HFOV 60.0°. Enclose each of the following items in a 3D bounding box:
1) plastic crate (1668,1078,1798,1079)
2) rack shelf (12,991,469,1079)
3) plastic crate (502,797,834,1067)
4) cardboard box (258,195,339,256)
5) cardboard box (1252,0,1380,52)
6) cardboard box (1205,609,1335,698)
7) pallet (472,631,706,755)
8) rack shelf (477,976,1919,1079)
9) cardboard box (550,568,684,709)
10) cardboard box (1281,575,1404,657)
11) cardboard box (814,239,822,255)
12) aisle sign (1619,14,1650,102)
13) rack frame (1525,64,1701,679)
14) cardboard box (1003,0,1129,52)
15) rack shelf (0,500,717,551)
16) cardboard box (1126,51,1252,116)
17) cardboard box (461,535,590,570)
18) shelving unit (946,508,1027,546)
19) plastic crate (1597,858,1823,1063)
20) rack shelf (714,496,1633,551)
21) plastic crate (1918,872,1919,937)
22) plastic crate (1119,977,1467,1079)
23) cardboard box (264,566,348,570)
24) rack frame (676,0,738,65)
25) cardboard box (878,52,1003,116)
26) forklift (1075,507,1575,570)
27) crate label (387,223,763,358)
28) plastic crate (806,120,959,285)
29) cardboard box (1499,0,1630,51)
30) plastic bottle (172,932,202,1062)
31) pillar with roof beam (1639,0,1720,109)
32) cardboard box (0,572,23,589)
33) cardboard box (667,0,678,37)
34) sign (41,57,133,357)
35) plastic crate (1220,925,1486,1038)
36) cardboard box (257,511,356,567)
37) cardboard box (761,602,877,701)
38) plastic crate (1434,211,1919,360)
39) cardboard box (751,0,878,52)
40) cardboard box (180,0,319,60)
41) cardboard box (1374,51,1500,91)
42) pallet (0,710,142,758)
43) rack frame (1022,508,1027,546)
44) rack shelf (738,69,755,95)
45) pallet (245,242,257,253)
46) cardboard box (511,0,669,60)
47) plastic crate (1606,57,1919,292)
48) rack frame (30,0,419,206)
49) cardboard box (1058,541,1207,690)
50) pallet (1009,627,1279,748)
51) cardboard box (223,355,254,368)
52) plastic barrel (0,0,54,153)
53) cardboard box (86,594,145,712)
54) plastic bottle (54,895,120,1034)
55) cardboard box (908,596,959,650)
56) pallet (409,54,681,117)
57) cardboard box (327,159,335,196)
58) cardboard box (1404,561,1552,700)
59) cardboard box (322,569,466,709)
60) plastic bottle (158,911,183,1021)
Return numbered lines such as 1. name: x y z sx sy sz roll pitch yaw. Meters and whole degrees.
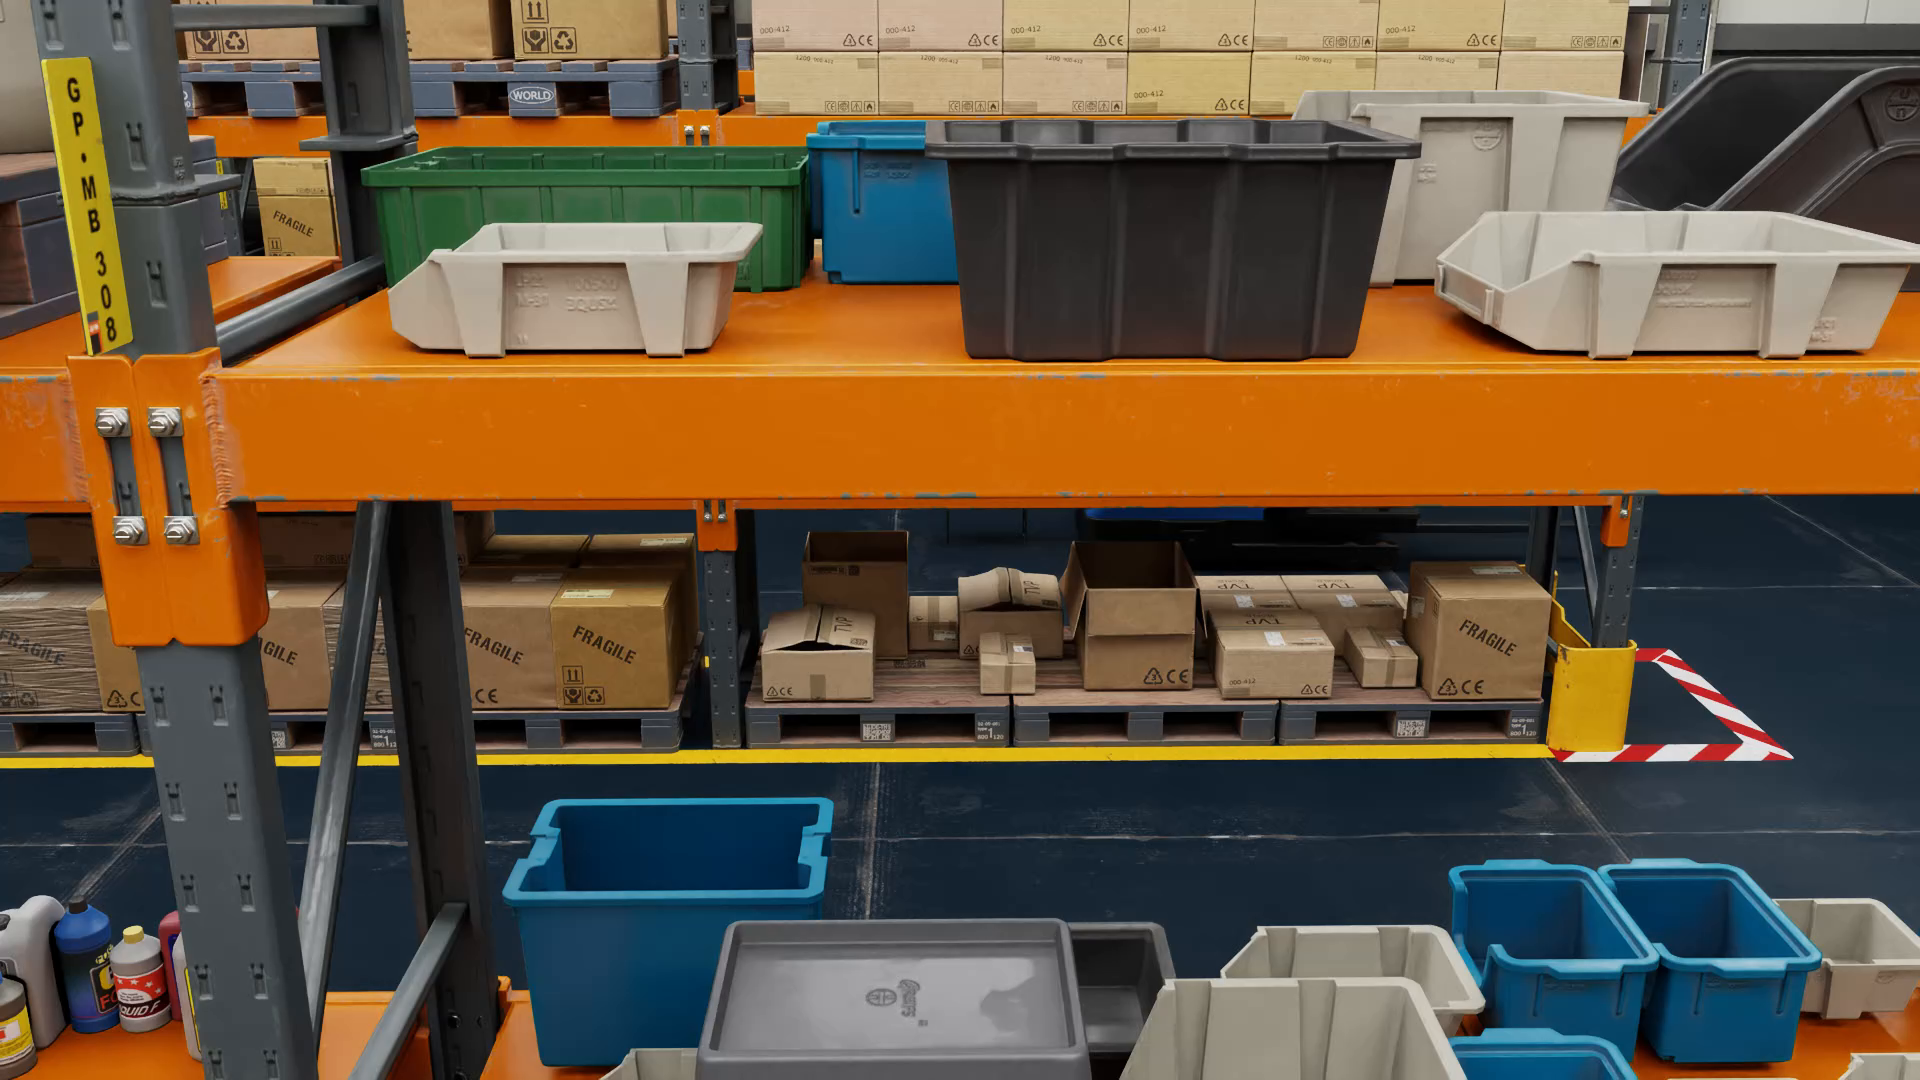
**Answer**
1. plastic crate: 1.327 1.036 2.740 0.250 0.136 0.298 0 18 -1
2. rack shelf: -2.996 1.239 2.953 4.000 0.370 1.077 0 18 -1
3. plastic crate: -0.535 0.759 3.198 0.575 0.384 0.392 0 18 -1
4. cardboard box: -4.662 -2.243 11.945 0.500 0.500 0.500 0 18 1
5. cardboard box: 1.419 -2.156 6.876 0.500 0.250 0.500 0 18 -1
6. cardboard box: 1.439 0.527 7.774 0.500 0.250 0.500 0 18 -1
7. pallet: -1.883 0.717 7.967 1.213 0.211 1.003 0 18 -1
8. rack shelf: 1.004 1.219 3.013 4.000 0.370 1.077 0 18 -1
9. cardboard box: -1.560 0.444 7.624 0.500 0.500 0.500 0 18 -1
10. cardboard box: 1.881 0.373 8.257 0.500 0.250 0.500 0 18 -1
11. cardboard box: -0.595 -1.066 7.160 0.500 0.500 0.500 0 18 1
12. aisle sign: 2.992 -1.973 7.533 0.004 0.787 0.394 0 18 -1
13. rack frame: 2.929 -0.646 7.649 0.127 3.000 1.000 0 18 -1
14. cardboard box: 0.420 -2.150 6.854 0.500 0.250 0.500 0 18 -1
15. rack shelf: -3.070 -0.274 7.669 4.000 0.370 1.077 0 18 -1
16. cardboard box: 0.919 -1.917 6.946 0.500 0.250 0.500 0 18 -1
17. cardboard box: -2.091 0.288 8.110 0.500 0.500 0.500 0 18 0
18. shelving unit: 0.166 -0.572 10.367 0.503 1.200 0.258 0 18 -1
19. plastic crate: 1.435 0.825 3.240 0.300 0.233 0.416 0 18 -1
20. rack shelf: 0.929 -0.293 7.729 4.000 0.370 1.077 0 18 -1
21. plastic crate: 2.093 0.822 3.250 0.300 0.233 0.416 0 18 -1
22. plastic crate: 0.533 0.963 2.730 0.530 0.282 0.437 0 18 -1
23. cardboard box: -3.097 0.291 8.103 0.500 0.500 0.500 -1 18 -3
24. rack frame: -1.071 -3.483 6.673 0.127 3.000 1.000 0 18 -1
25. cardboard box: -0.081 -1.911 6.929 0.500 0.250 0.500 0 18 -1
26. forklift: 2.263 -1.377 10.042 3.031 2.935 1.130 0 18 0
27. crate label: -0.502 -0.330 2.188 0.466 0.136 0.293 0 18 -1
28. plastic crate: -0.091 -0.564 2.758 0.300 0.233 0.416 0 18 -1
29. cardboard box: 2.419 -2.160 6.887 0.500 0.250 0.500 0 18 -1
30. plastic bottle: -1.394 0.813 3.183 0.185 0.351 0.144 0 18 -1
31. pillar with roof beam: 5.601 -3.978 8.215 0.400 9.000 9.100 0 18 -1
32. cardboard box: -4.611 0.459 7.578 0.500 0.500 0.500 0 18 1
33. cardboard box: -2.034 -3.854 11.856 0.500 0.500 0.700 -1 18 -4
34. sign: -0.989 -0.378 1.890 0.005 0.325 0.100 0 18 -1
35. plastic crate: 0.740 0.883 3.217 0.466 0.136 0.293 0 18 -1
36. cardboard box: -3.060 -0.067 7.991 0.500 0.250 0.500 -1 18 -2
37. cardboard box: -0.648 0.509 7.733 0.500 0.311 0.500 0 18 -1
38. plastic crate: 0.941 -0.350 2.248 0.530 0.136 0.437 0 18 -1
39. cardboard box: -0.581 -2.148 6.848 0.500 0.250 0.500 0 18 -1
40. cardboard box: -2.909 -2.363 7.076 0.600 0.600 0.600 -1 18 -3
41. cardboard box: 1.919 -1.920 6.958 0.500 0.250 0.500 0 18 -1
42. pallet: -4.323 0.729 7.930 1.213 0.211 1.003 0 18 -1
43. rack frame: 0.409 -0.573 10.370 0.015 1.200 0.240 0 18 -1
44. rack shelf: -3.152 -3.215 11.927 4.000 0.370 1.077 0 18 -1
45. pallet: -5.863 -1.993 12.163 1.003 0.211 1.213 0 18 -1
46. cardboard box: -1.575 -2.370 7.099 0.600 0.600 0.600 -2 18 -6
47. plastic crate: 1.471 -0.608 2.723 0.767 0.338 0.504 0 18 -1
48. rack frame: -0.996 -1.970 1.957 0.127 3.000 1.000 0 18 -1
49. cardboard box: 0.808 0.342 7.937 0.637 0.503 0.797 0 18 -1
50. pallet: 0.839 0.692 8.046 1.213 0.211 1.003 0 18 -1
51. cardboard box: -3.525 -0.838 7.398 0.500 0.500 0.700 3 18 10
52. plastic barrel: -1.526 -0.880 2.561 0.433 0.535 0.433 0 18 0
53. cardboard box: -3.586 0.454 7.594 0.500 0.500 0.500 -1 18 -2
54. plastic bottle: -1.715 0.827 3.271 0.097 0.271 0.097 0 18 0
55. cardboard box: -0.131 0.412 8.299 0.250 0.149 0.380 0 18 -1
56. pallet: -1.724 -1.983 7.217 1.003 0.211 1.213 0 18 -1
57. cardboard box: -4.157 -2.602 11.837 0.500 0.250 0.500 -1 18 -2
58. cardboard box: 2.389 0.413 7.721 0.500 0.500 0.500 0 18 -1
59. cardboard box: -2.555 0.446 7.617 0.500 0.500 0.500 0 18 0
60. plastic bottle: -1.503 0.814 3.290 0.133 0.283 0.061 0 18 -1
